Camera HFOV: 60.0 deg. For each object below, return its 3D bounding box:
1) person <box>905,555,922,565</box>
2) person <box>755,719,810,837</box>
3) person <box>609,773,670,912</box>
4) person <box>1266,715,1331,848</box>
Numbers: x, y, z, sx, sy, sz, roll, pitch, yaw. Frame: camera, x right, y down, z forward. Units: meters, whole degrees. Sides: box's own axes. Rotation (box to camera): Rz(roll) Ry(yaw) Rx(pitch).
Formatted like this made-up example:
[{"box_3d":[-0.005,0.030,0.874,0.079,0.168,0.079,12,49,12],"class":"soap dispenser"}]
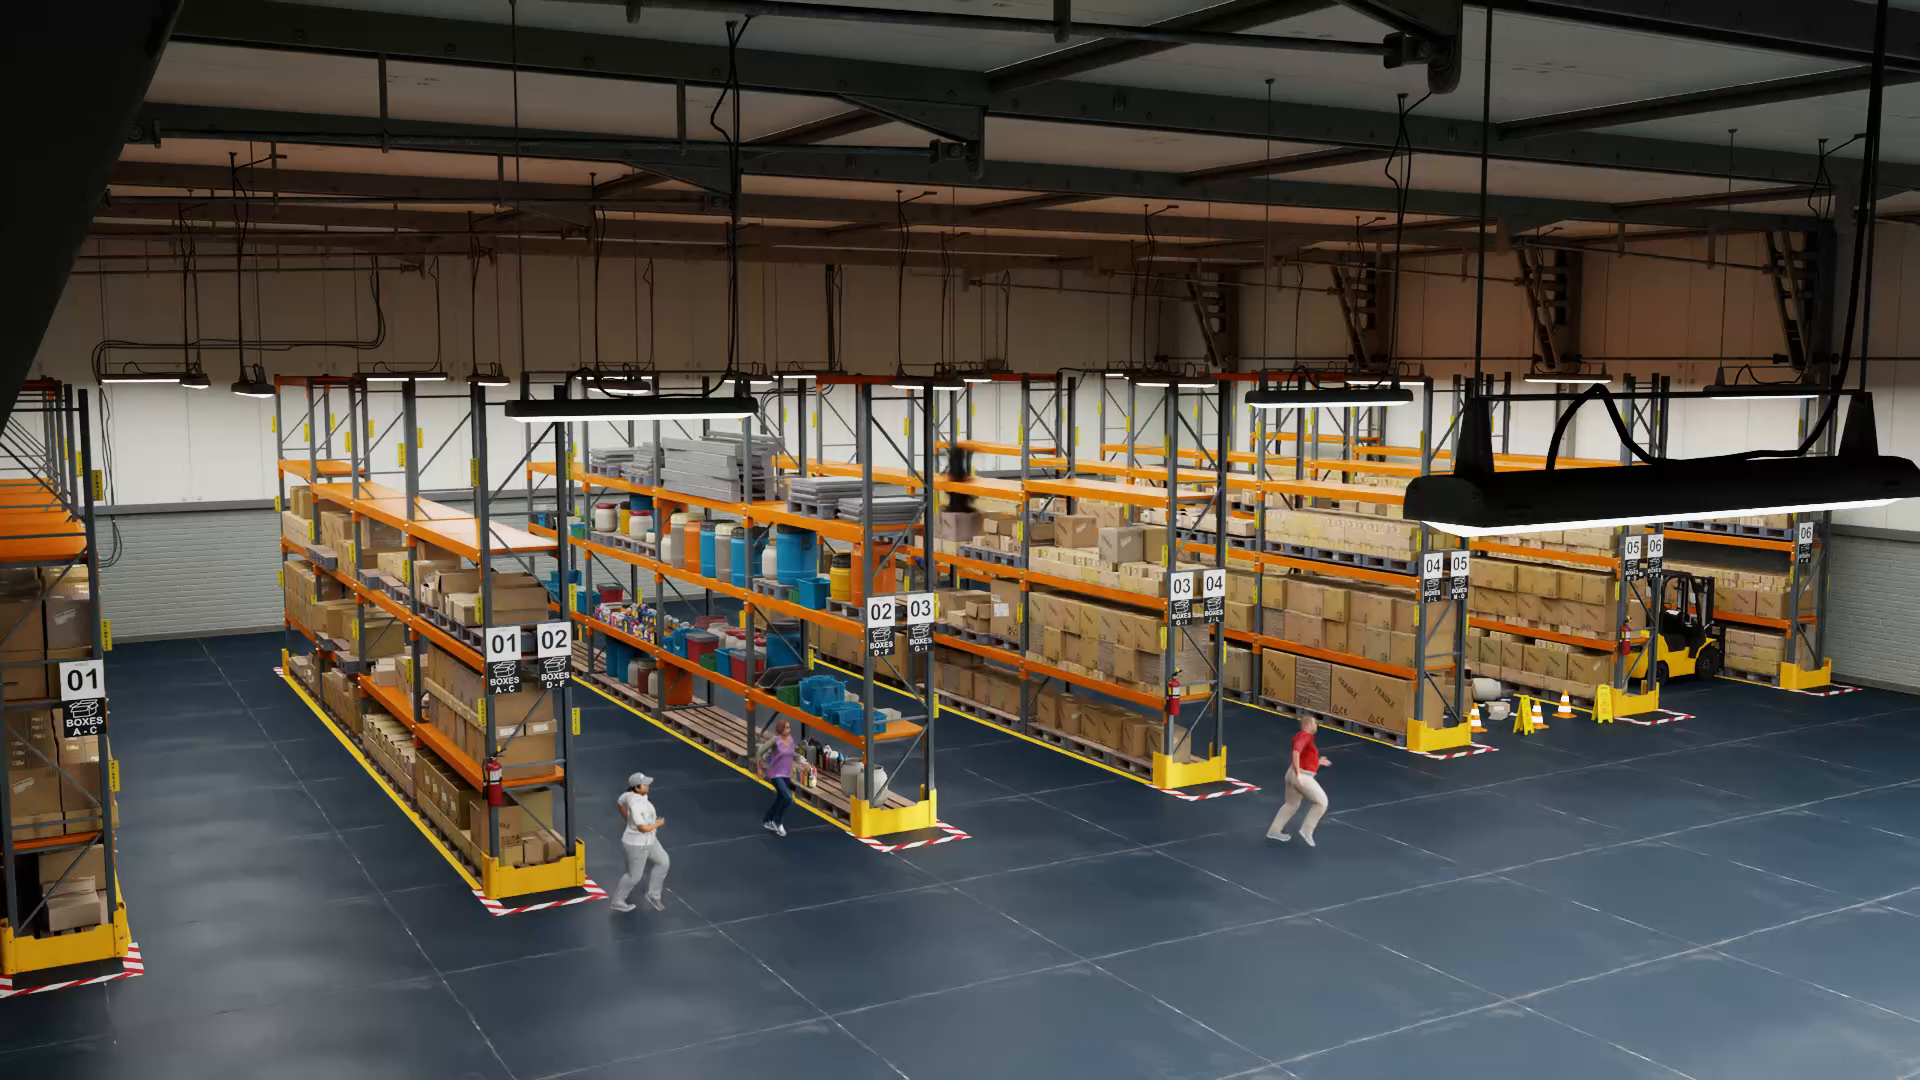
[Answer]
[{"box_3d":[-1.190,0.953,41.733,0.593,1.664,0.890,3,7,26],"class":"person"},{"box_3d":[-2.364,3.150,22.019,0.753,1.557,0.529,5,8,37],"class":"person"},{"box_3d":[-3.659,3.427,18.834,0.675,1.625,0.582,0,6,0],"class":"person"},{"box_3d":[4.430,3.146,21.608,0.857,1.751,0.602,-1,6,-9],"class":"person"}]
